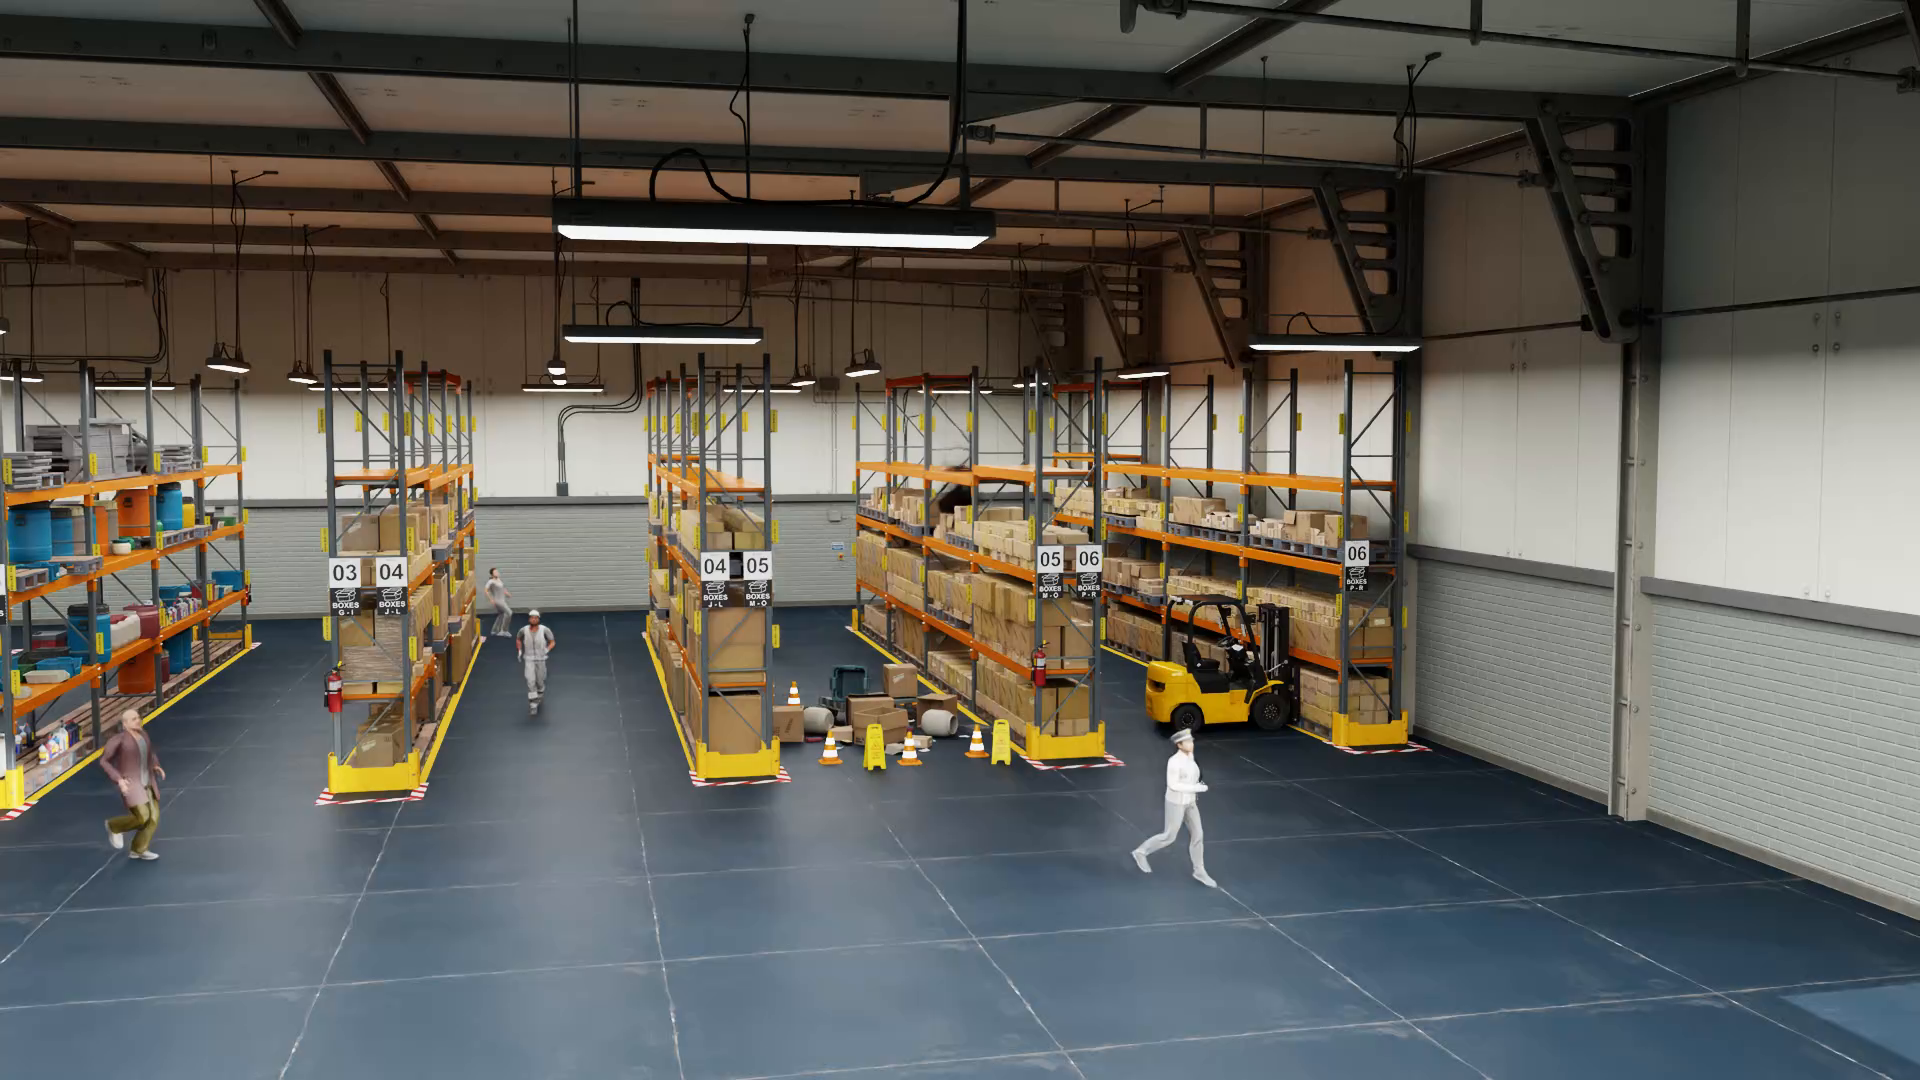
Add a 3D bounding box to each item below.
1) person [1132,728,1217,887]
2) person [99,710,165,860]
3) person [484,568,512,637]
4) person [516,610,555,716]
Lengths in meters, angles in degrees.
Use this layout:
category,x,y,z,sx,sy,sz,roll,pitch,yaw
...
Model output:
category,x,y,z,sx,sy,sz,roll,pitch,yaw
person,2.375,2.890,18.198,0.937,1.717,0.622,3,5,36
person,-9.518,2.814,19.153,0.631,1.726,0.726,1,4,19
person,-10.829,1.478,39.157,0.608,1.651,0.612,1,4,8
person,-7.375,2.103,28.914,0.663,1.792,0.927,-1,4,-14
